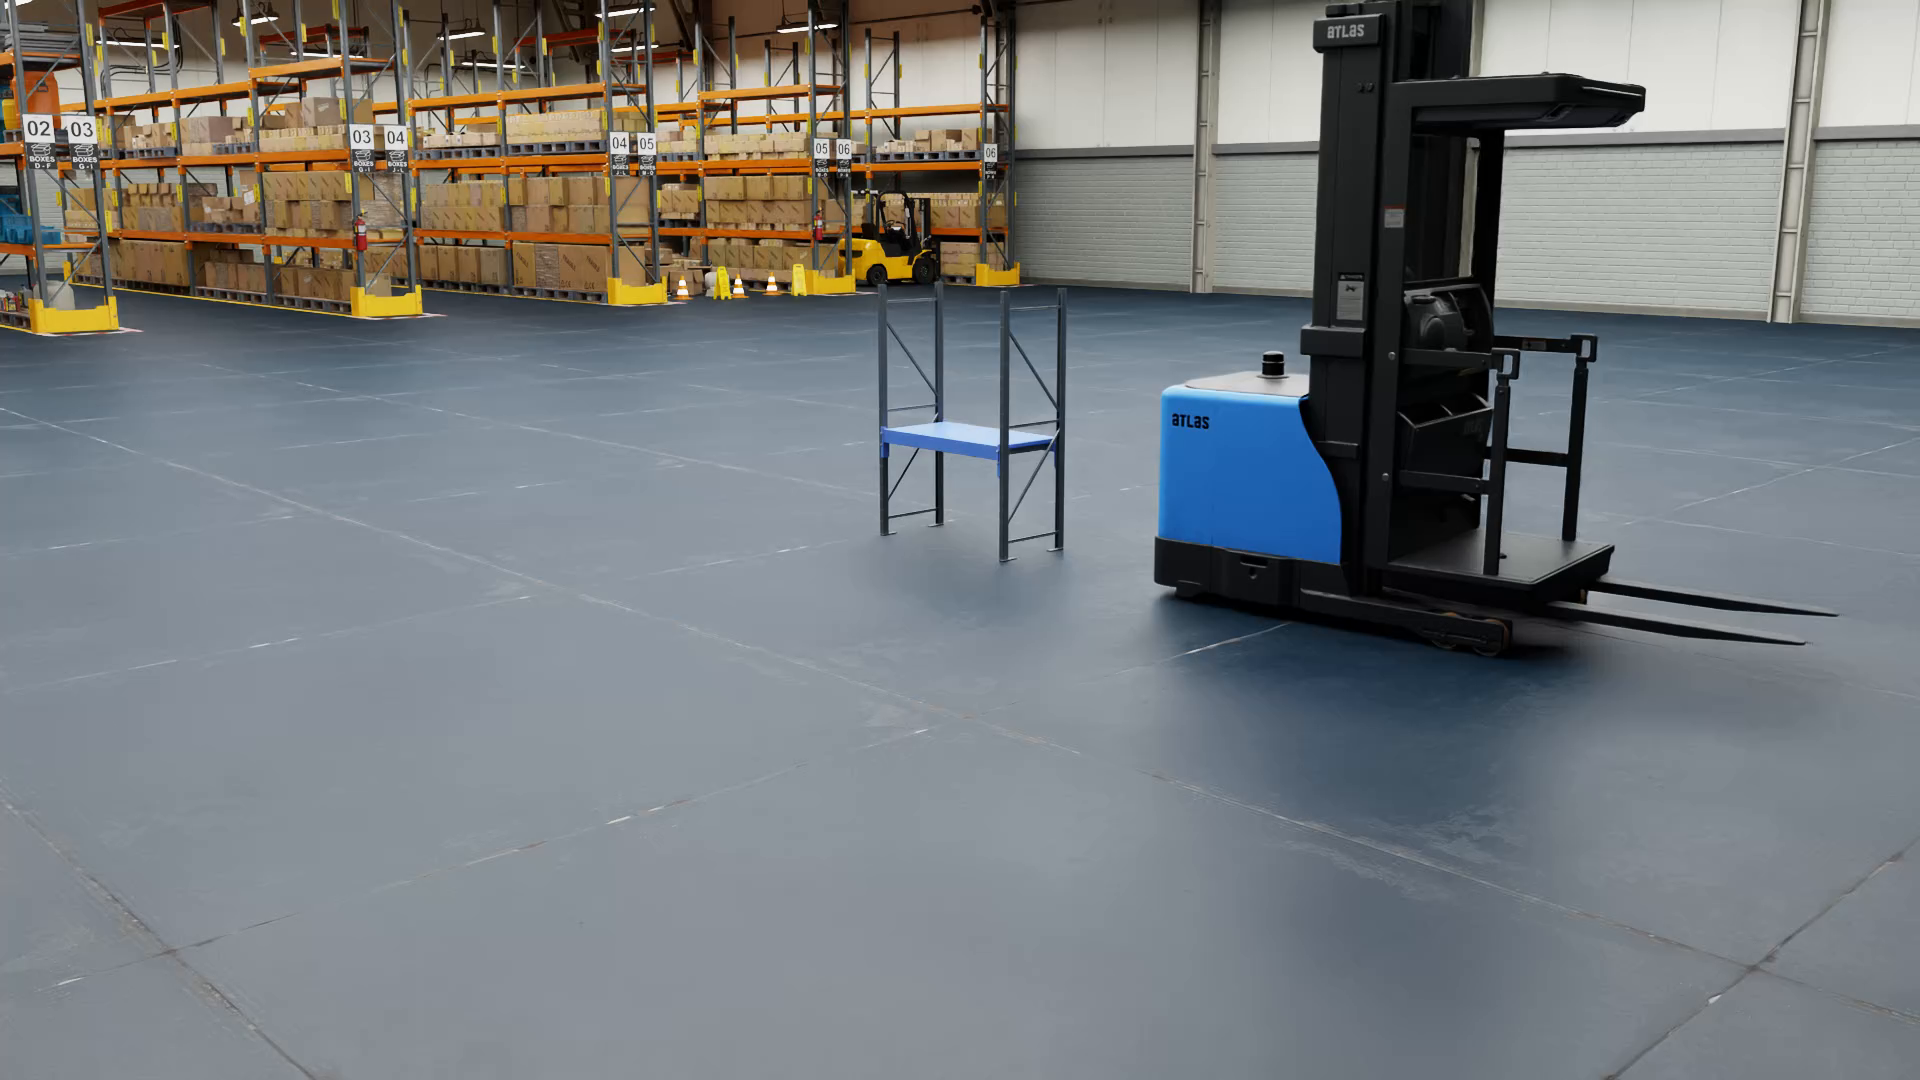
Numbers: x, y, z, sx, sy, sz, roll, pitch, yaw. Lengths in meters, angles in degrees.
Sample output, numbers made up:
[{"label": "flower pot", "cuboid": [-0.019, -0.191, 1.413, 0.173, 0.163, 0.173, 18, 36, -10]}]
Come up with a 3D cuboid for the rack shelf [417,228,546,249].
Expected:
[{"label": "rack shelf", "cuboid": [-10.370, -6.563, 36.116, 1.077, 0.370, 4.000, -11, 16, -43]}]

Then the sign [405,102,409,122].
[{"label": "sign", "cuboid": [-9.491, -7.336, 28.486, 0.100, 0.325, 0.005, -11, 16, -43]}]

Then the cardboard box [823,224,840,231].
[{"label": "cardboard box", "cuboid": [-2.801, -6.700, 35.619, 0.380, 0.149, 0.250, -11, 16, -42]}]

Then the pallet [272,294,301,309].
[{"label": "pallet", "cuboid": [-12.157, -4.488, 31.173, 1.003, 0.211, 1.213, -11, 16, -43]}]

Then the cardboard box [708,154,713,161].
[{"label": "cardboard box", "cuboid": [-5.440, -8.594, 37.378, 0.380, 0.149, 0.250, -11, 16, -43]}]

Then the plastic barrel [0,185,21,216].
[{"label": "plastic barrel", "cuboid": [-16.276, -5.601, 28.421, 0.600, 0.901, 0.708, -11, 16, -43]}]

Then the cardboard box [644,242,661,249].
[{"label": "cardboard box", "cuboid": [-8.969, -8.429, 48.545, 0.500, 0.500, 0.500, -11, 16, -42]}]

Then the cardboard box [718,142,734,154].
[{"label": "cardboard box", "cuboid": [-5.010, -8.693, 36.873, 0.500, 0.250, 0.500, -11, 16, -43]}]

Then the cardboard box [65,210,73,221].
[{"label": "cardboard box", "cuboid": [-20.797, -7.663, 39.306, 0.500, 0.250, 0.500, 11, 16, 44]}]

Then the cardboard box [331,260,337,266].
[{"label": "cardboard box", "cuboid": [-15.157, -6.785, 40.700, 0.250, 0.149, 0.380, 11, 16, 42]}]

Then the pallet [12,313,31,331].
[{"label": "pallet", "cuboid": [-14.110, -3.431, 26.042, 1.003, 0.211, 1.213, -11, 16, -43]}]

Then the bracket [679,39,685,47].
[{"label": "bracket", "cuboid": [-7.788, -14.127, 47.261, 0.235, 0.232, 0.430, -11, 16, -43]}]

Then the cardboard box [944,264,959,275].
[{"label": "cardboard box", "cuboid": [-0.018, -6.394, 39.286, 0.500, 0.250, 0.500, -11, 16, -43]}]

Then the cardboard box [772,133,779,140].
[{"label": "cardboard box", "cuboid": [-3.805, -8.648, 35.664, 0.380, 0.149, 0.250, -11, 16, -43]}]

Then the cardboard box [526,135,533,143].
[{"label": "cardboard box", "cuboid": [-8.459, -8.013, 33.271, 0.380, 0.149, 0.250, -11, 16, -43]}]

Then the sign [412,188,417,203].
[{"label": "sign", "cuboid": [-12.137, -7.658, 36.977, 0.100, 0.325, 0.005, -11, 16, -43]}]

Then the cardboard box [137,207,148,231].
[{"label": "cardboard box", "cuboid": [-17.341, -6.915, 35.795, 0.500, 0.500, 0.500, 11, 16, 44]}]

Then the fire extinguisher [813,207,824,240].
[{"label": "fire extinguisher", "cuboid": [-2.970, -6.625, 34.828, 0.296, 0.674, 0.183, -11, 16, -43]}]

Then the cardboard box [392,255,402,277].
[{"label": "cardboard box", "cuboid": [-12.751, -6.324, 38.330, 0.500, 0.500, 0.500, -10, 15, -40]}]

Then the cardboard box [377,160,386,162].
[{"label": "cardboard box", "cuboid": [-13.026, -8.918, 38.082, 0.500, 0.500, 0.500, -11, 16, -43]}]

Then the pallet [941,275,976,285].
[{"label": "pallet", "cuboid": [0.313, -6.177, 39.367, 1.003, 0.211, 1.213, -11, 16, -43]}]

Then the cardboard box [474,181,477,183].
[{"label": "cardboard box", "cuboid": [-12.977, -9.696, 45.208, 0.380, 0.149, 0.250, -11, 16, -42]}]

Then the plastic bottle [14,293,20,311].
[{"label": "plastic bottle", "cuboid": [-15.129, -3.821, 26.663, 0.061, 0.283, 0.133, -11, 16, -43]}]

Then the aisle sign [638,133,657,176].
[{"label": "aisle sign", "cuboid": [-5.961, -7.344, 31.683, 0.394, 0.787, 0.004, -11, 16, -43]}]

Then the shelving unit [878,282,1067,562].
[{"label": "shelving unit", "cuboid": [0.059, -0.722, 9.700, 0.538, 1.500, 1.048, -11, 16, -43]}]

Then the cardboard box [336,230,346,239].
[{"label": "cardboard box", "cuboid": [-10.612, -5.319, 28.917, 0.380, 0.149, 0.250, -11, 16, -43]}]

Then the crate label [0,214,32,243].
[{"label": "crate label", "cuboid": [-14.933, -4.921, 26.277, 0.502, 0.435, 0.616, -11, 16, -43]}]

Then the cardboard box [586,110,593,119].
[{"label": "cardboard box", "cuboid": [-6.876, -8.069, 31.570, 0.380, 0.149, 0.250, -11, 16, -42]}]

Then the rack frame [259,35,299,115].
[{"label": "rack frame", "cuboid": [-17.276, -11.313, 42.522, 1.000, 3.000, 0.127, -11, 16, -43]}]

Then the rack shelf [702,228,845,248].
[{"label": "rack shelf", "cuboid": [-4.097, -6.684, 36.702, 1.077, 0.370, 4.000, -11, 16, -43]}]

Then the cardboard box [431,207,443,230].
[{"label": "cardboard box", "cuboid": [-11.283, -7.079, 36.591, 0.500, 0.500, 0.500, -11, 16, -43]}]

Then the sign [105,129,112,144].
[{"label": "sign", "cuboid": [-18.571, -8.798, 36.271, 0.100, 0.325, 0.005, -11, 16, -43]}]

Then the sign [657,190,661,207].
[{"label": "sign", "cuboid": [-5.821, -6.579, 32.069, 0.100, 0.325, 0.005, -11, 16, -43]}]

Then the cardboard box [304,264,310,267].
[{"label": "cardboard box", "cuboid": [-16.278, -6.876, 41.876, 0.250, 0.149, 0.380, 11, 16, 42]}]

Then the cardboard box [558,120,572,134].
[{"label": "cardboard box", "cuboid": [-7.457, -8.015, 32.292, 0.500, 0.250, 0.500, -11, 16, -43]}]

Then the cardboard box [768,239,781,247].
[{"label": "cardboard box", "cuboid": [-3.931, -6.450, 36.093, 0.380, 0.149, 0.250, -11, 16, -42]}]

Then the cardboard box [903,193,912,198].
[{"label": "cardboard box", "cuboid": [-1.155, -8.297, 40.158, 0.380, 0.149, 0.250, -11, 16, -43]}]

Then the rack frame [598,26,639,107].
[{"label": "rack frame", "cuboid": [-8.241, -10.850, 40.274, 1.000, 3.000, 0.127, -11, 16, -43]}]

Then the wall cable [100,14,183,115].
[{"label": "wall cable", "cuboid": [-22.345, -13.518, 45.251, 2.277, 5.999, 0.120, -11, 16, -43]}]

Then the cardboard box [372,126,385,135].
[{"label": "cardboard box", "cuboid": [-9.907, -7.027, 28.533, 0.380, 0.149, 0.250, -11, 16, -43]}]

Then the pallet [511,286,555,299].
[{"label": "pallet", "cuboid": [-8.520, -5.136, 34.316, 1.003, 0.211, 1.213, -11, 16, -43]}]

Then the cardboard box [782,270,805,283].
[{"label": "cardboard box", "cuboid": [-3.486, -5.687, 35.855, 0.500, 0.250, 0.500, -11, 16, -43]}]

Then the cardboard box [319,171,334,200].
[{"label": "cardboard box", "cuboid": [-10.792, -6.166, 28.942, 0.500, 0.500, 0.500, -11, 16, -43]}]

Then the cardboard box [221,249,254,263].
[{"label": "cardboard box", "cuboid": [-14.550, -5.720, 33.486, 0.500, 0.250, 0.500, -9, 14, -36]}]

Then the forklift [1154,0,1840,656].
[{"label": "forklift", "cuboid": [2.458, -1.039, 7.691, 3.031, 2.935, 1.130, 9, 15, 38]}]

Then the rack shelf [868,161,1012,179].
[{"label": "rack shelf", "cuboid": [-0.510, -8.845, 39.759, 1.077, 0.370, 4.000, -11, 16, -43]}]

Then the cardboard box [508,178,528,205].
[{"label": "cardboard box", "cuboid": [-8.759, -7.167, 34.218, 0.875, 0.550, 0.550, -11, 16, -43]}]

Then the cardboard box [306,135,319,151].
[{"label": "cardboard box", "cuboid": [-11.095, -6.942, 29.112, 0.500, 0.250, 0.500, -10, 16, -41]}]

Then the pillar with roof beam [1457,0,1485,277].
[{"label": "pillar with roof beam", "cuboid": [6.216, -8.251, 27.658, 9.100, 9.000, 0.400, -11, 16, -43]}]

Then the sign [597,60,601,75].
[{"label": "sign", "cuboid": [-8.640, -11.307, 39.786, 0.100, 0.325, 0.005, -11, 16, -43]}]

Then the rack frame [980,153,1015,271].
[{"label": "rack frame", "cuboid": [0.871, -7.436, 38.573, 1.000, 3.000, 0.127, -11, 16, -43]}]

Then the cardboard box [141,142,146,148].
[{"label": "cardboard box", "cuboid": [-17.251, -8.428, 35.534, 0.250, 0.149, 0.380, 11, 16, 43]}]

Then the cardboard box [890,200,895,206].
[{"label": "cardboard box", "cuboid": [-1.481, -8.232, 40.579, 0.380, 0.149, 0.250, -11, 16, -43]}]

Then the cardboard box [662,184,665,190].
[{"label": "cardboard box", "cuboid": [-6.907, -8.430, 39.764, 0.250, 0.149, 0.380, 11, 16, 42]}]

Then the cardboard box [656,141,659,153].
[{"label": "cardboard box", "cuboid": [-7.167, -9.213, 39.505, 0.797, 0.503, 0.637, -11, 16, -43]}]
